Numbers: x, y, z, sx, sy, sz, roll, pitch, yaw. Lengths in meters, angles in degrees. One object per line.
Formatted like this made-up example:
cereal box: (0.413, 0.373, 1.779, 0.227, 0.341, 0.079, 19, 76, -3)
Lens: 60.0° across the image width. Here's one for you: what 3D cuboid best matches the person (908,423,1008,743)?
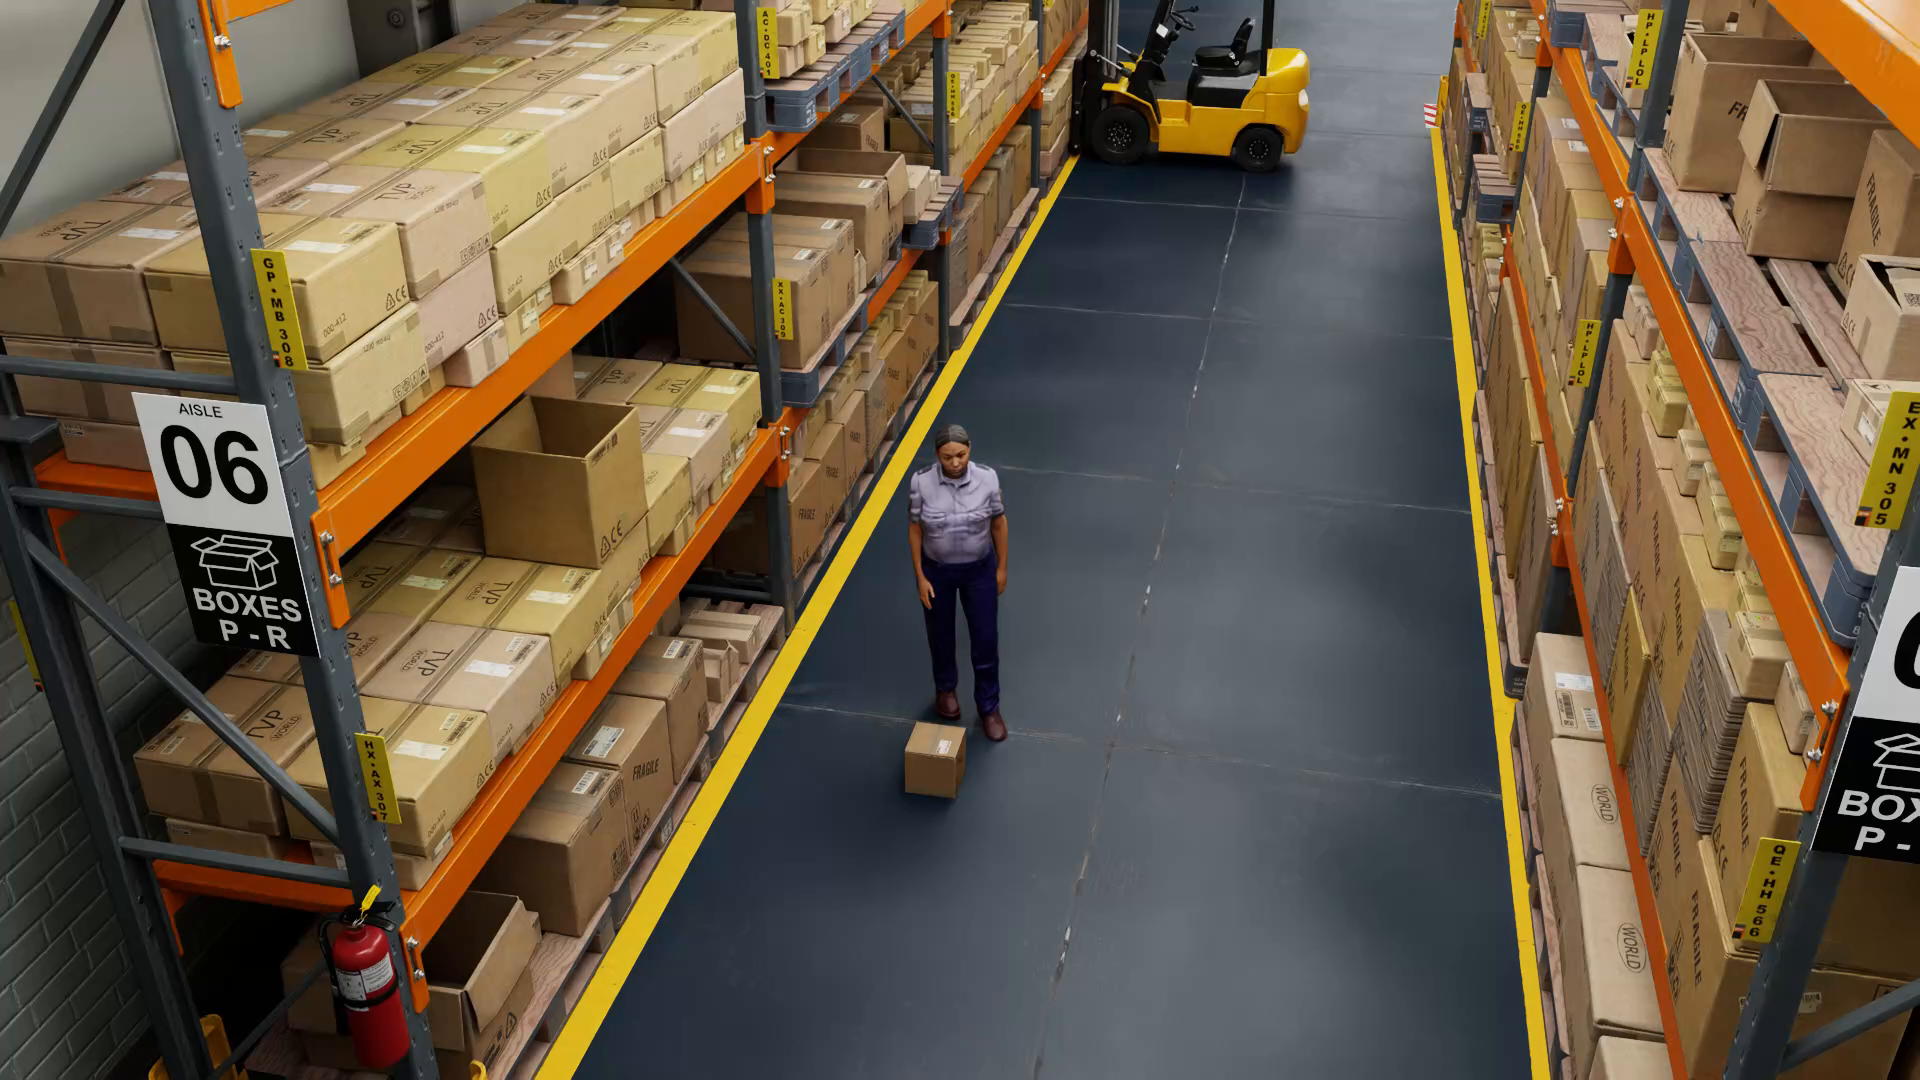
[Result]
person: (-0.005, 0.201, 8.263, 0.497, 1.674, 0.497, -2, 29, -3)
